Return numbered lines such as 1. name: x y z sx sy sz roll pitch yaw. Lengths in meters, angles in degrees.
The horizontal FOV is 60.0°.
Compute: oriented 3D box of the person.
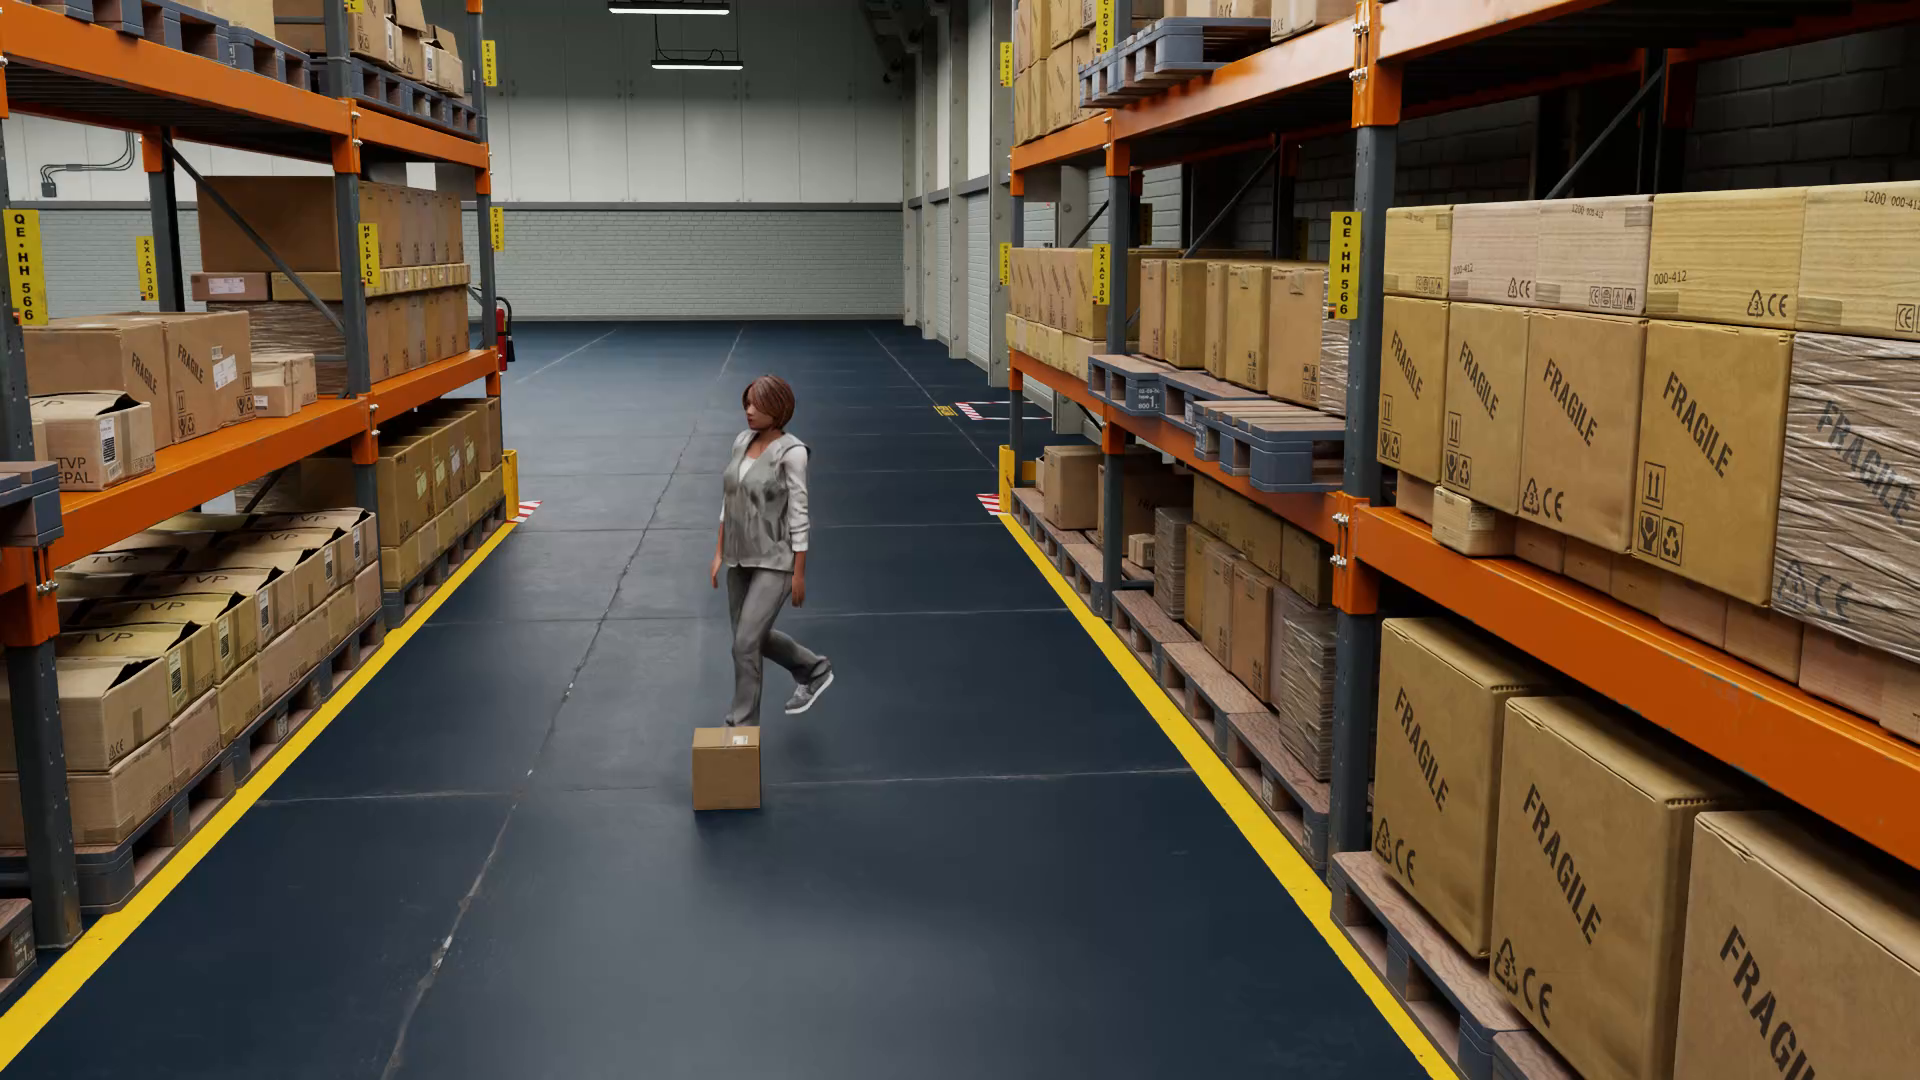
1. person: -0.966 0.139 6.626 0.445 1.591 0.711 2 11 13
